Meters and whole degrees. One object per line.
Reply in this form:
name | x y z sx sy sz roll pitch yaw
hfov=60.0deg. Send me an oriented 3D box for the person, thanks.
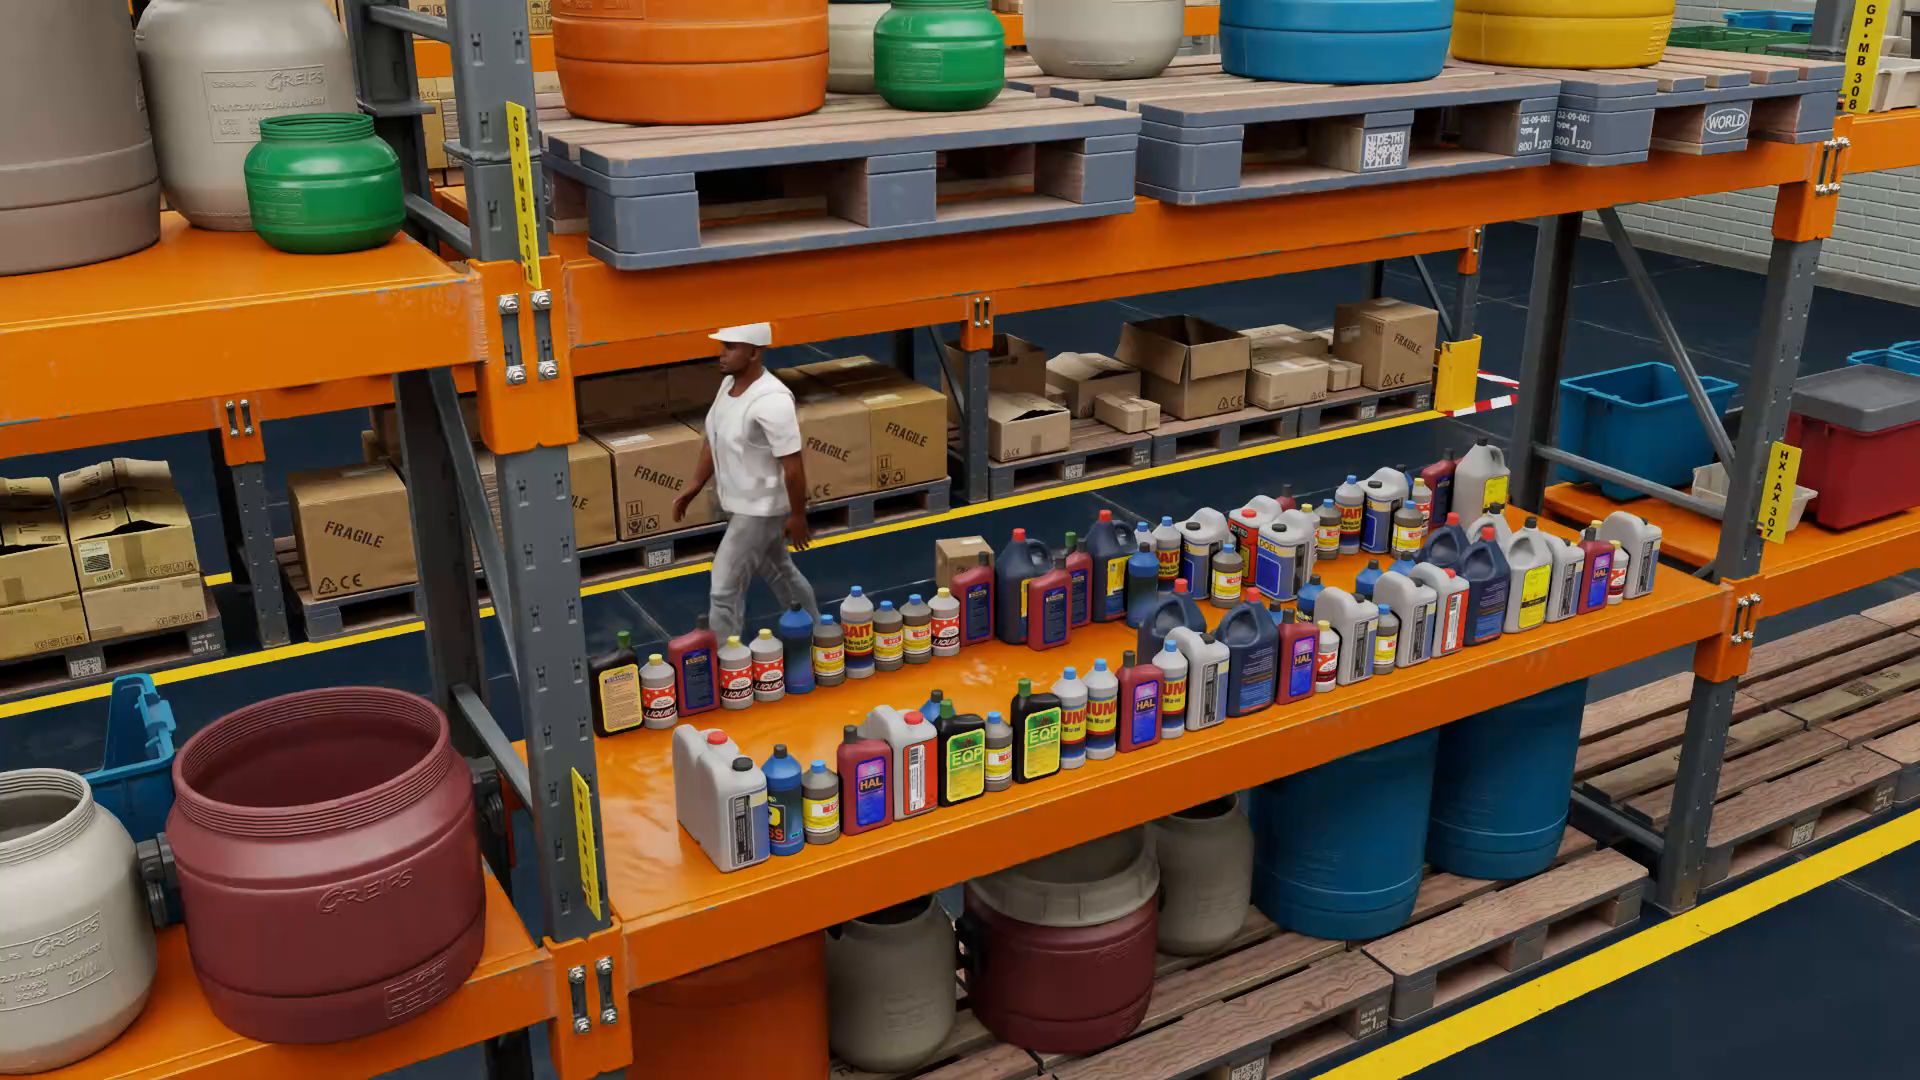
person | -0.997 -0.148 7.408 0.880 1.763 0.569 -9 23 -22
